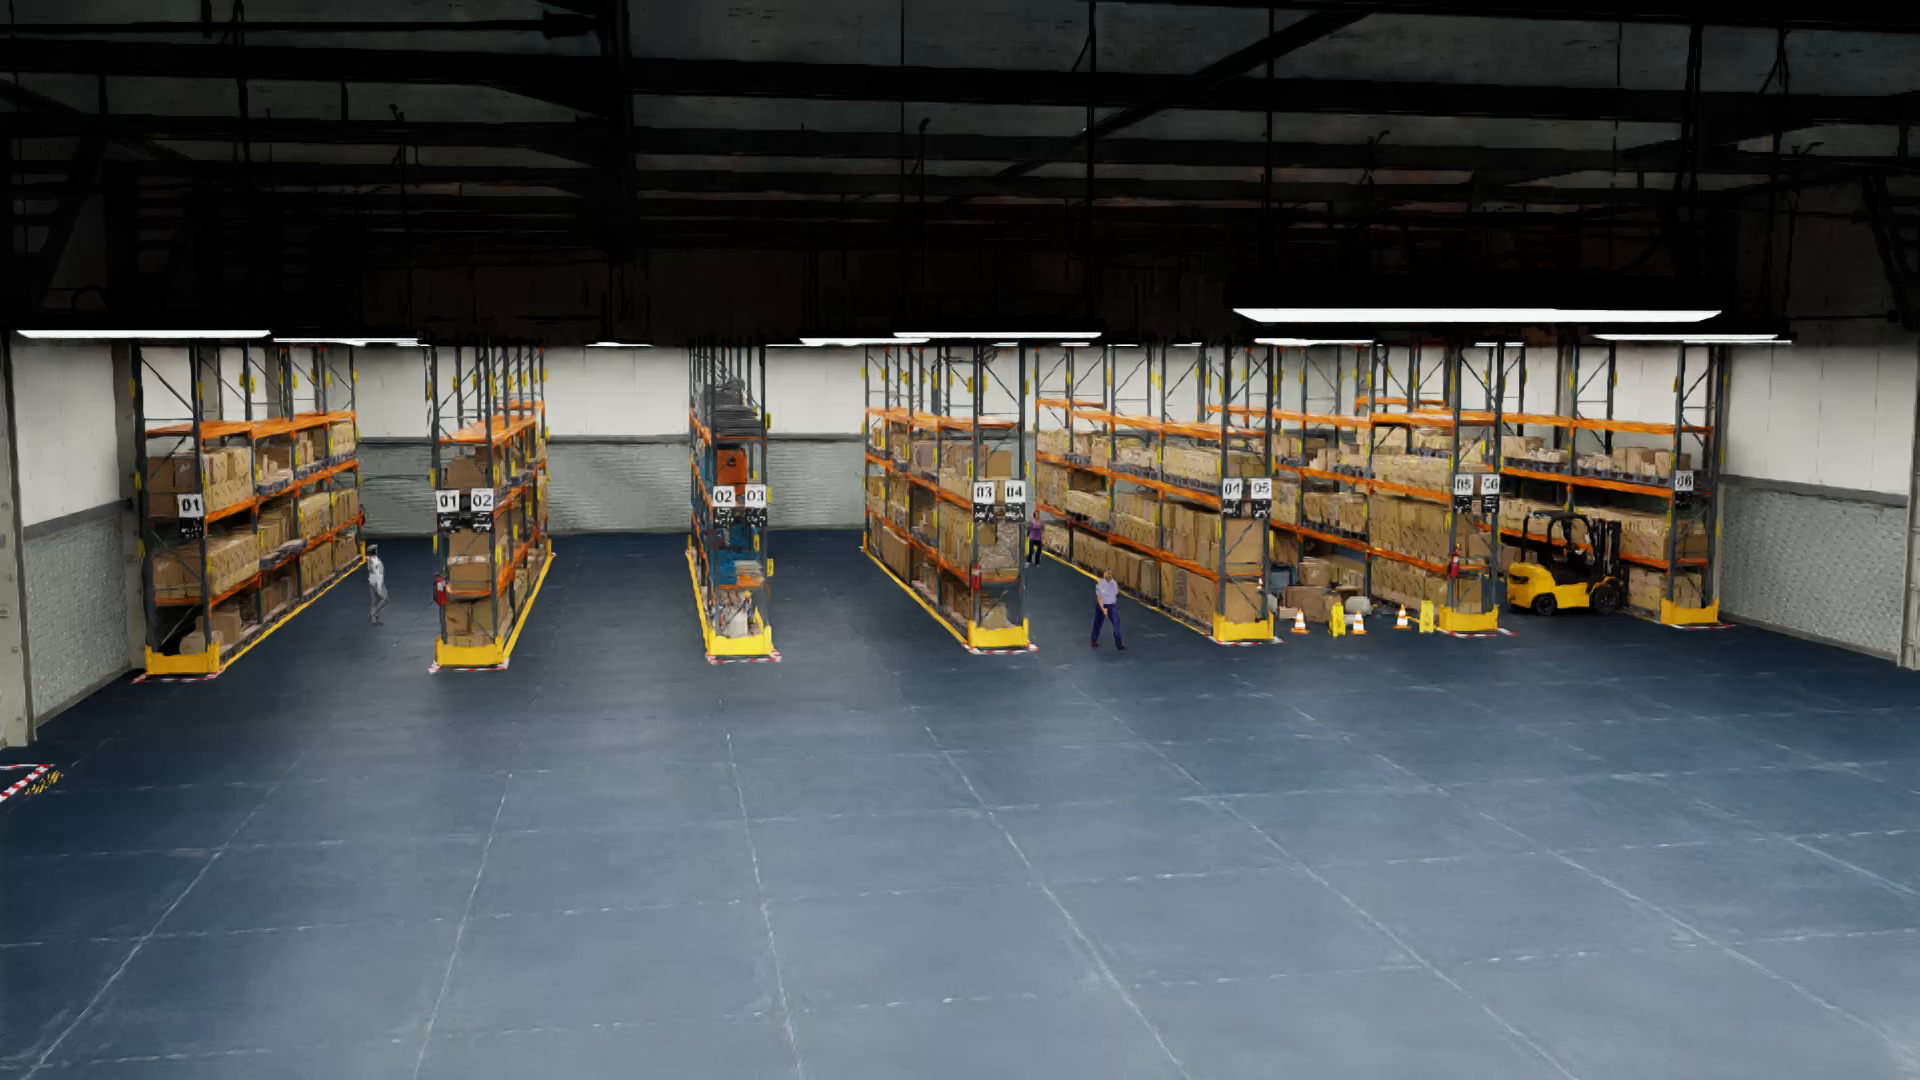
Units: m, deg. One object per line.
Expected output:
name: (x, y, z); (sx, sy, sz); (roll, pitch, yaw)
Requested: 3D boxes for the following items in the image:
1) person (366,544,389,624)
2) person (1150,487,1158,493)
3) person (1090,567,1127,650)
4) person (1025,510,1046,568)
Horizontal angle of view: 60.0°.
person: (-12.189, 0.927, 34.643); (0.413, 1.675, 0.517); (-6, 9, -40)
person: (6.254, -1.204, 53.220); (0.682, 1.656, 0.800); (-4, 8, -31)
person: (2.800, 1.293, 31.754); (0.478, 1.580, 0.999); (-2, 7, -19)
person: (1.965, -0.032, 43.642); (0.566, 1.541, 0.519); (-2, 7, -13)
